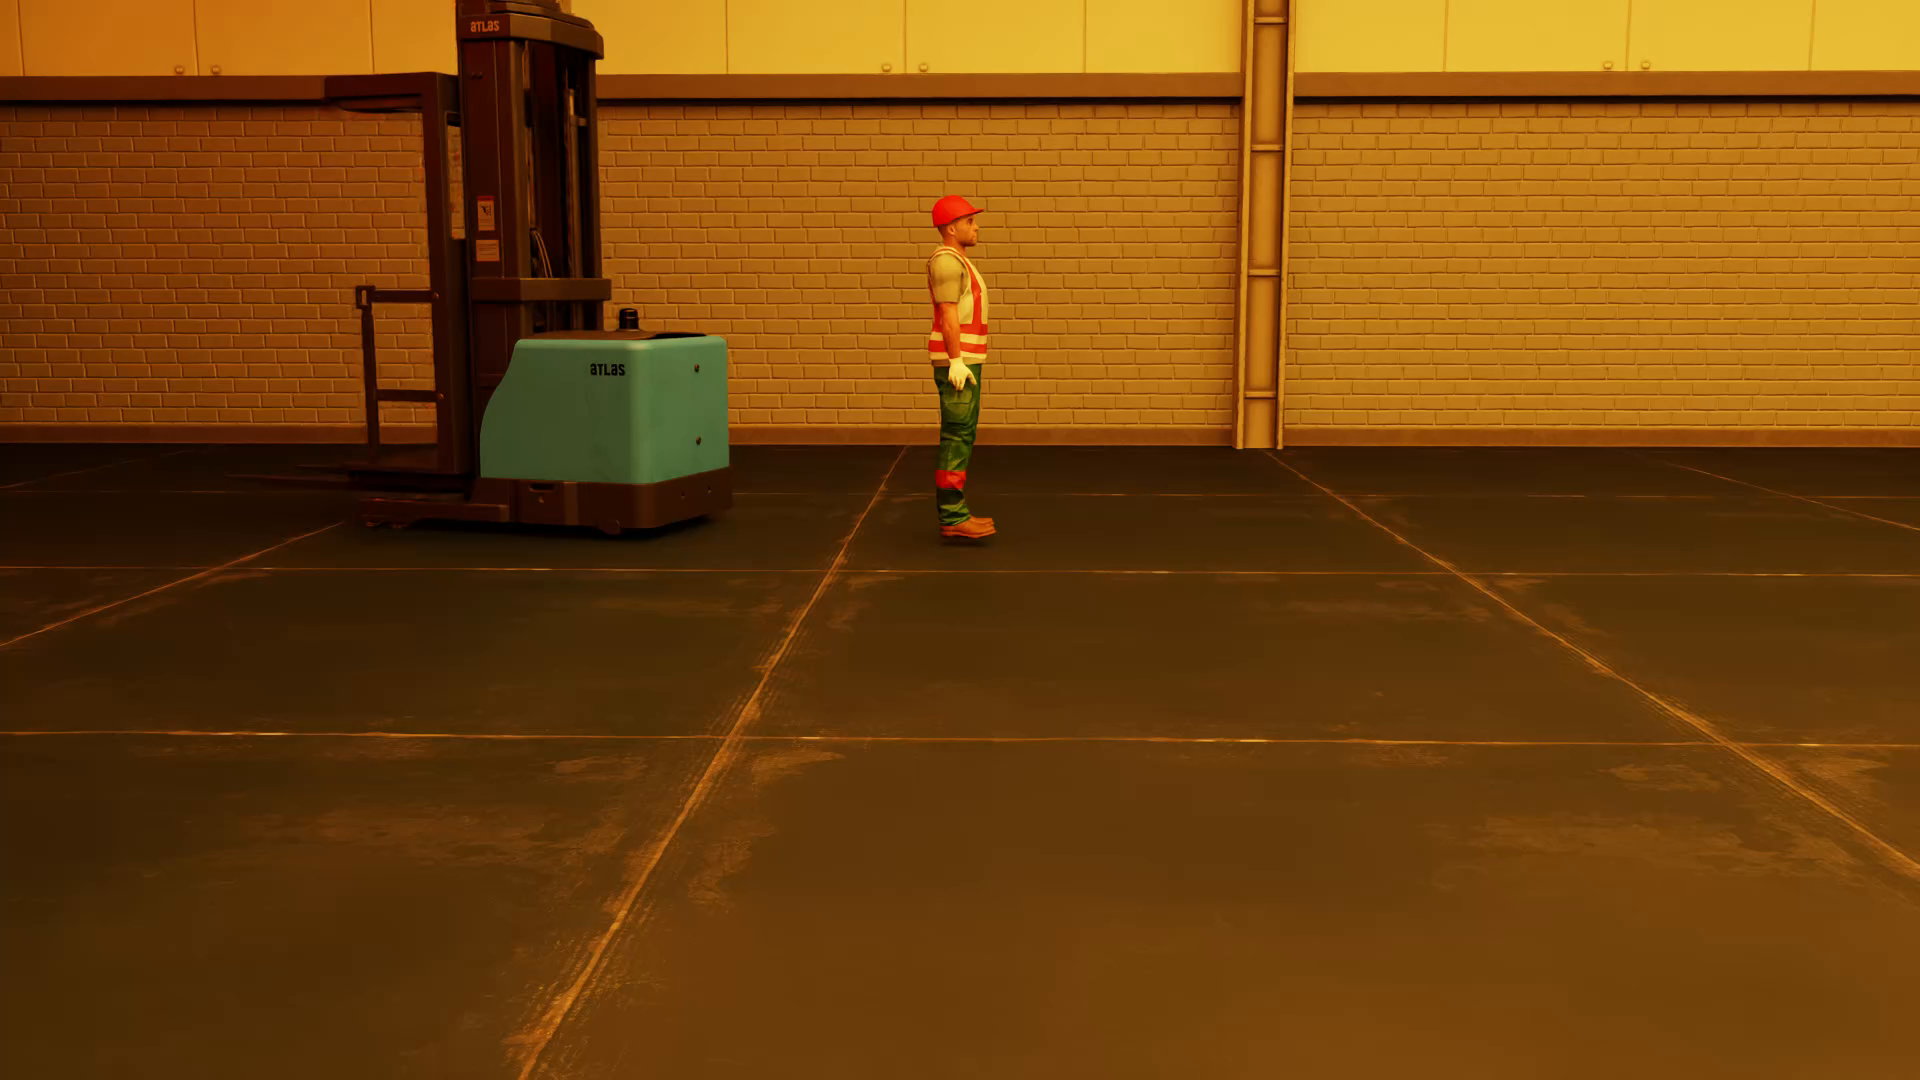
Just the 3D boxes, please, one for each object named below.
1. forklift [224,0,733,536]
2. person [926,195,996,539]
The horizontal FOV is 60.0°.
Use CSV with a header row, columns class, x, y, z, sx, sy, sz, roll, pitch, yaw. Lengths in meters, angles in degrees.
class,x,y,z,sx,sy,sz,roll,pitch,yaw
forklift,-2.913,-1.584,9.666,3.031,2.935,1.130,3,9,19
person,0.011,-0.926,8.871,0.370,1.795,0.536,0,9,1
